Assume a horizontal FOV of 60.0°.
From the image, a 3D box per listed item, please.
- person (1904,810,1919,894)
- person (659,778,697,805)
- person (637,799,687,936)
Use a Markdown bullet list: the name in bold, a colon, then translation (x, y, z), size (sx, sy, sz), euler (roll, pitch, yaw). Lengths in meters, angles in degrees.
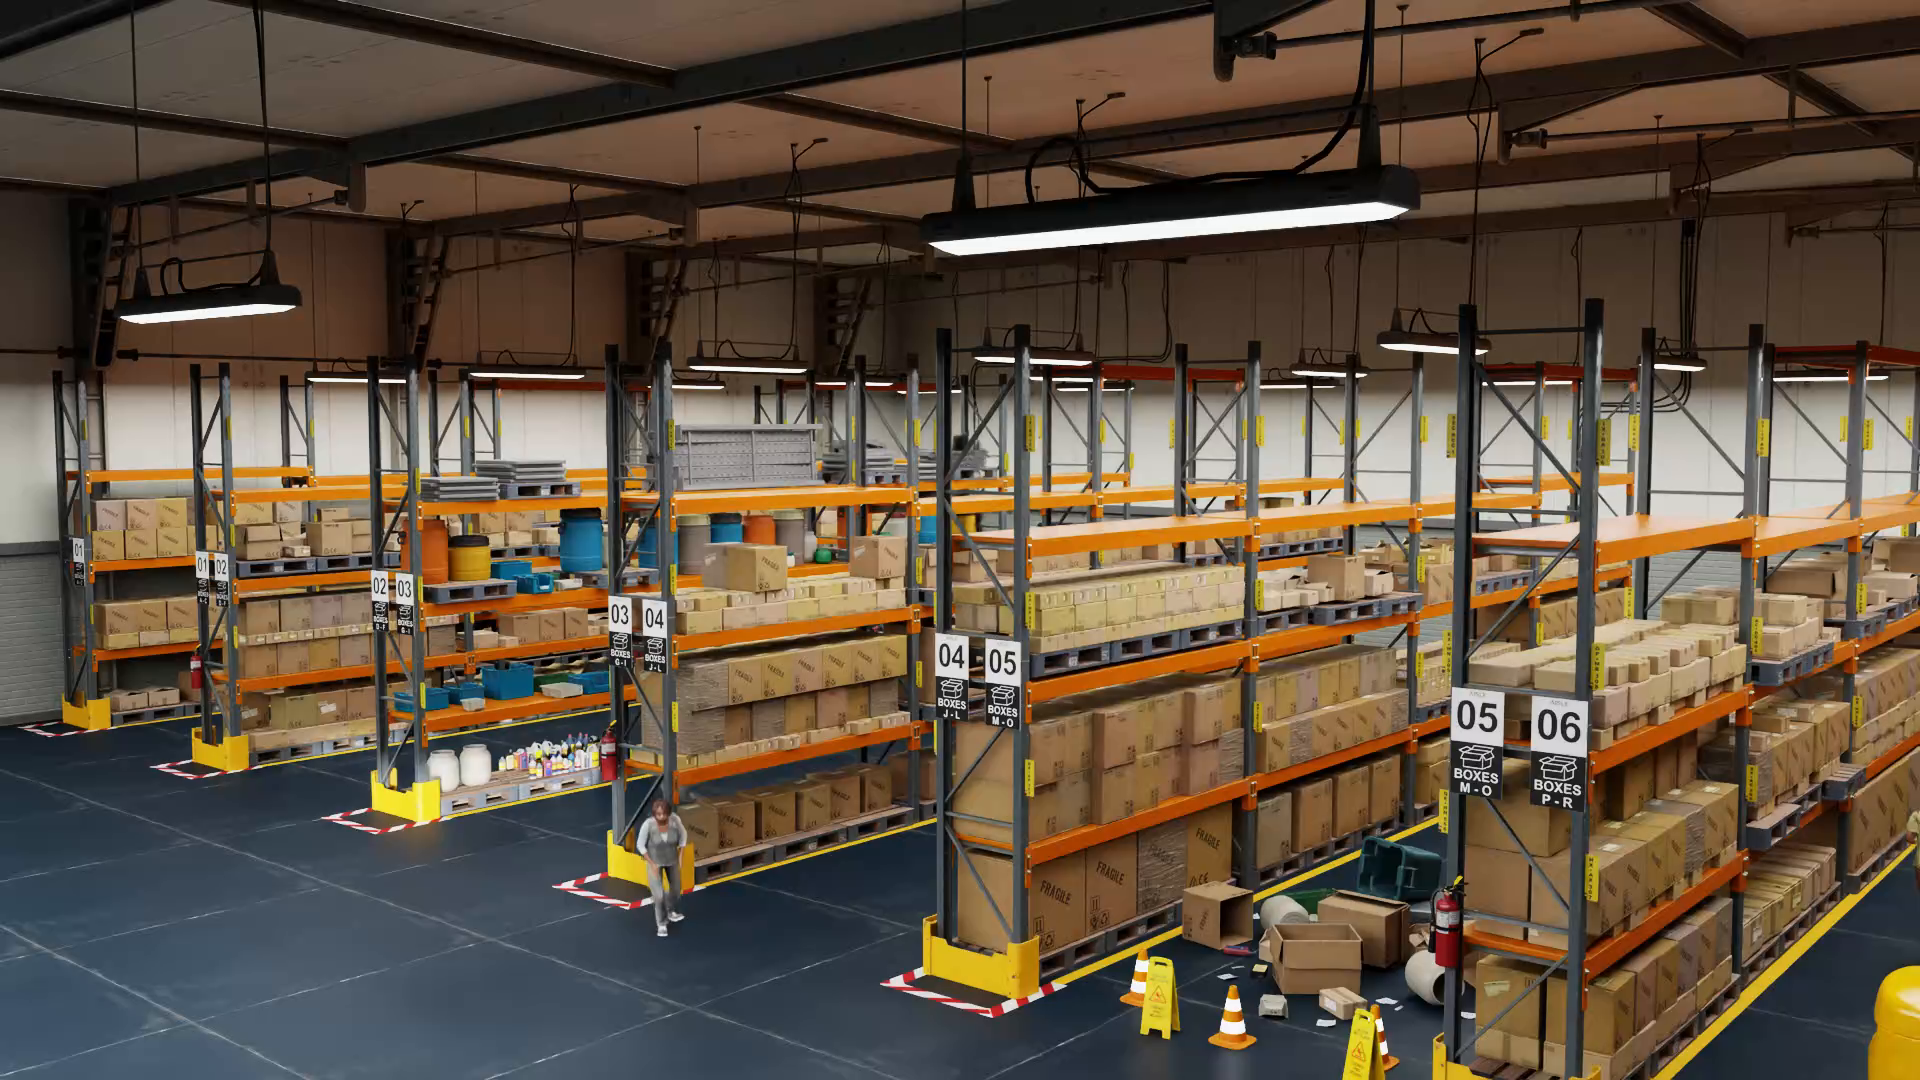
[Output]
- **person**: translation (9.510, 3.207, 16.176), size (0.583, 1.594, 0.673), euler (2, 5, 28)
- **person**: translation (-3.616, 2.920, 21.188), size (0.971, 1.410, 0.599), euler (-3, 5, -32)
- **person**: translation (-2.969, 3.240, 16.640), size (0.566, 1.455, 0.804), euler (-2, 5, -26)
